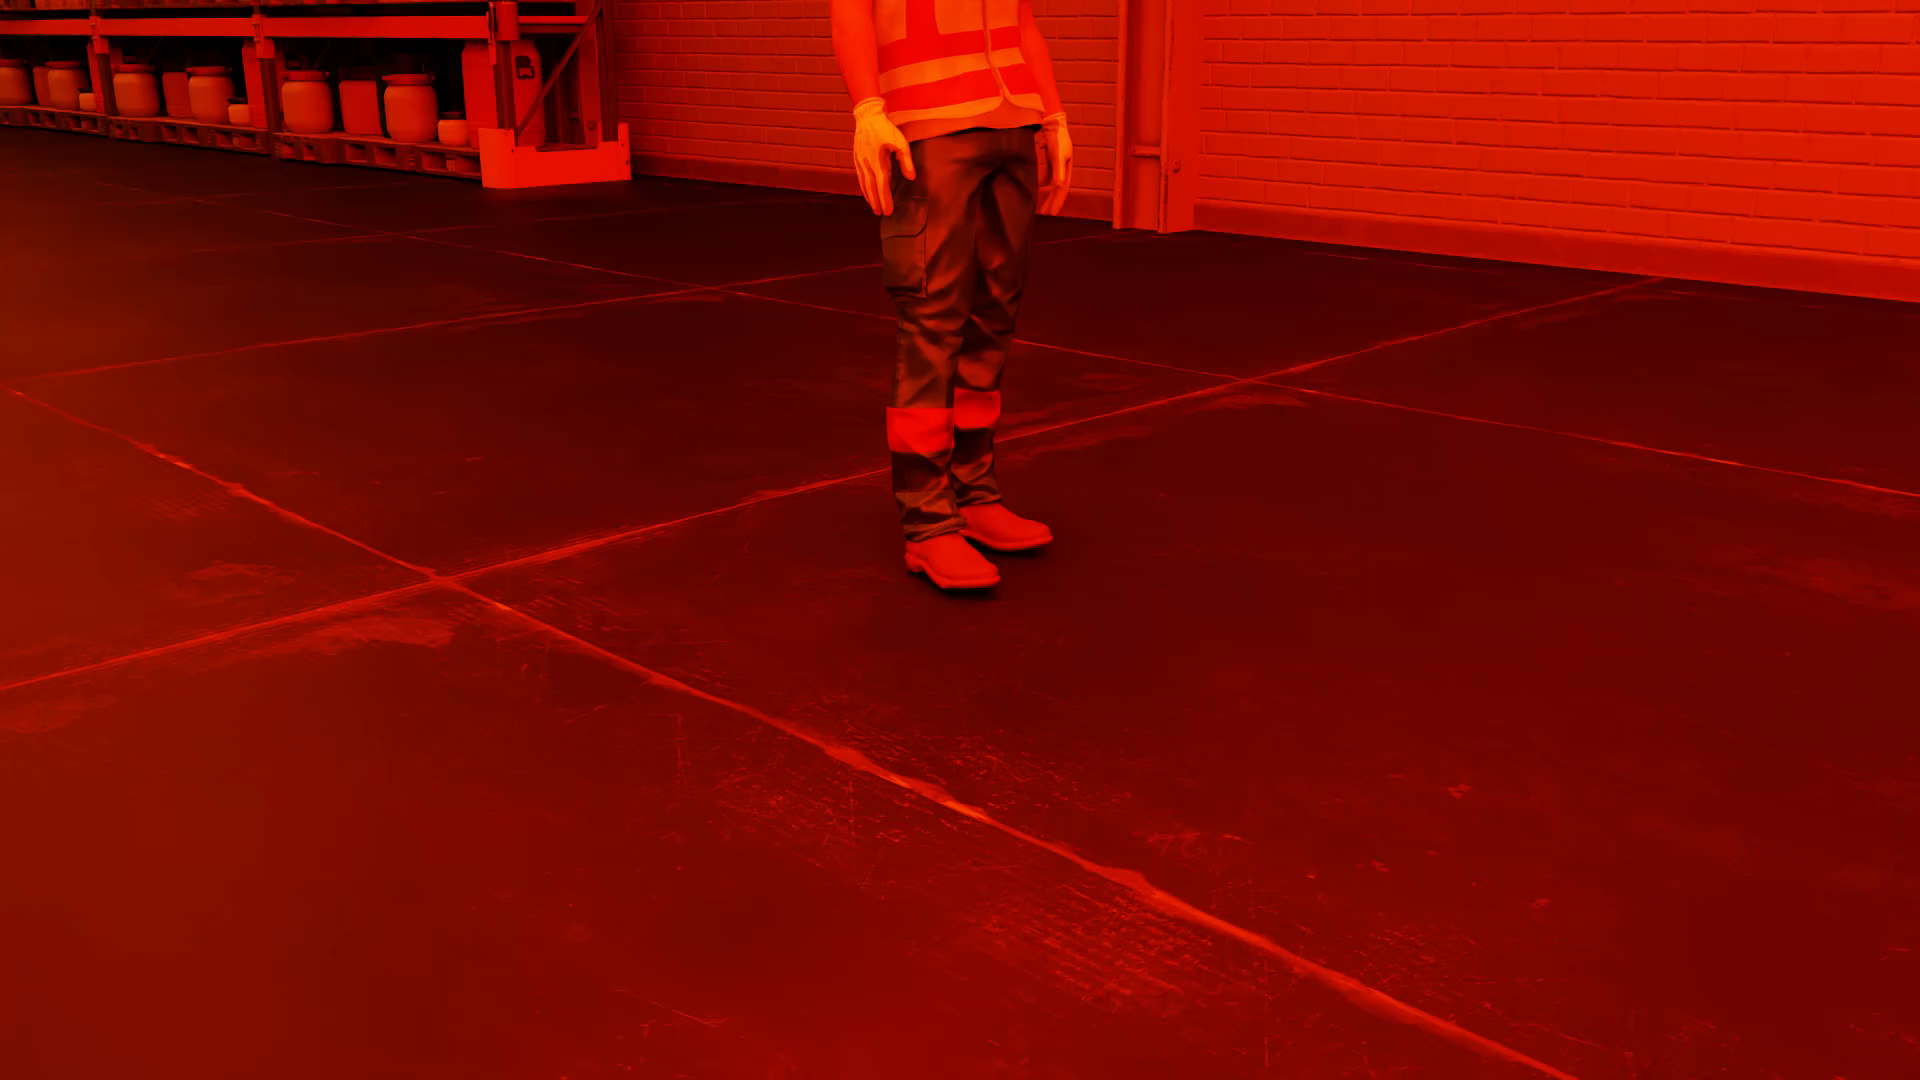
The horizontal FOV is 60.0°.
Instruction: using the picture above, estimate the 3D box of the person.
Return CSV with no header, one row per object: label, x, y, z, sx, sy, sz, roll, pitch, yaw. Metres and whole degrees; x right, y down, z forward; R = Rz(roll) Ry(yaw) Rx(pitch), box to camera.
person,0.049,-0.843,3.566,0.562,1.790,0.637,16,23,42
